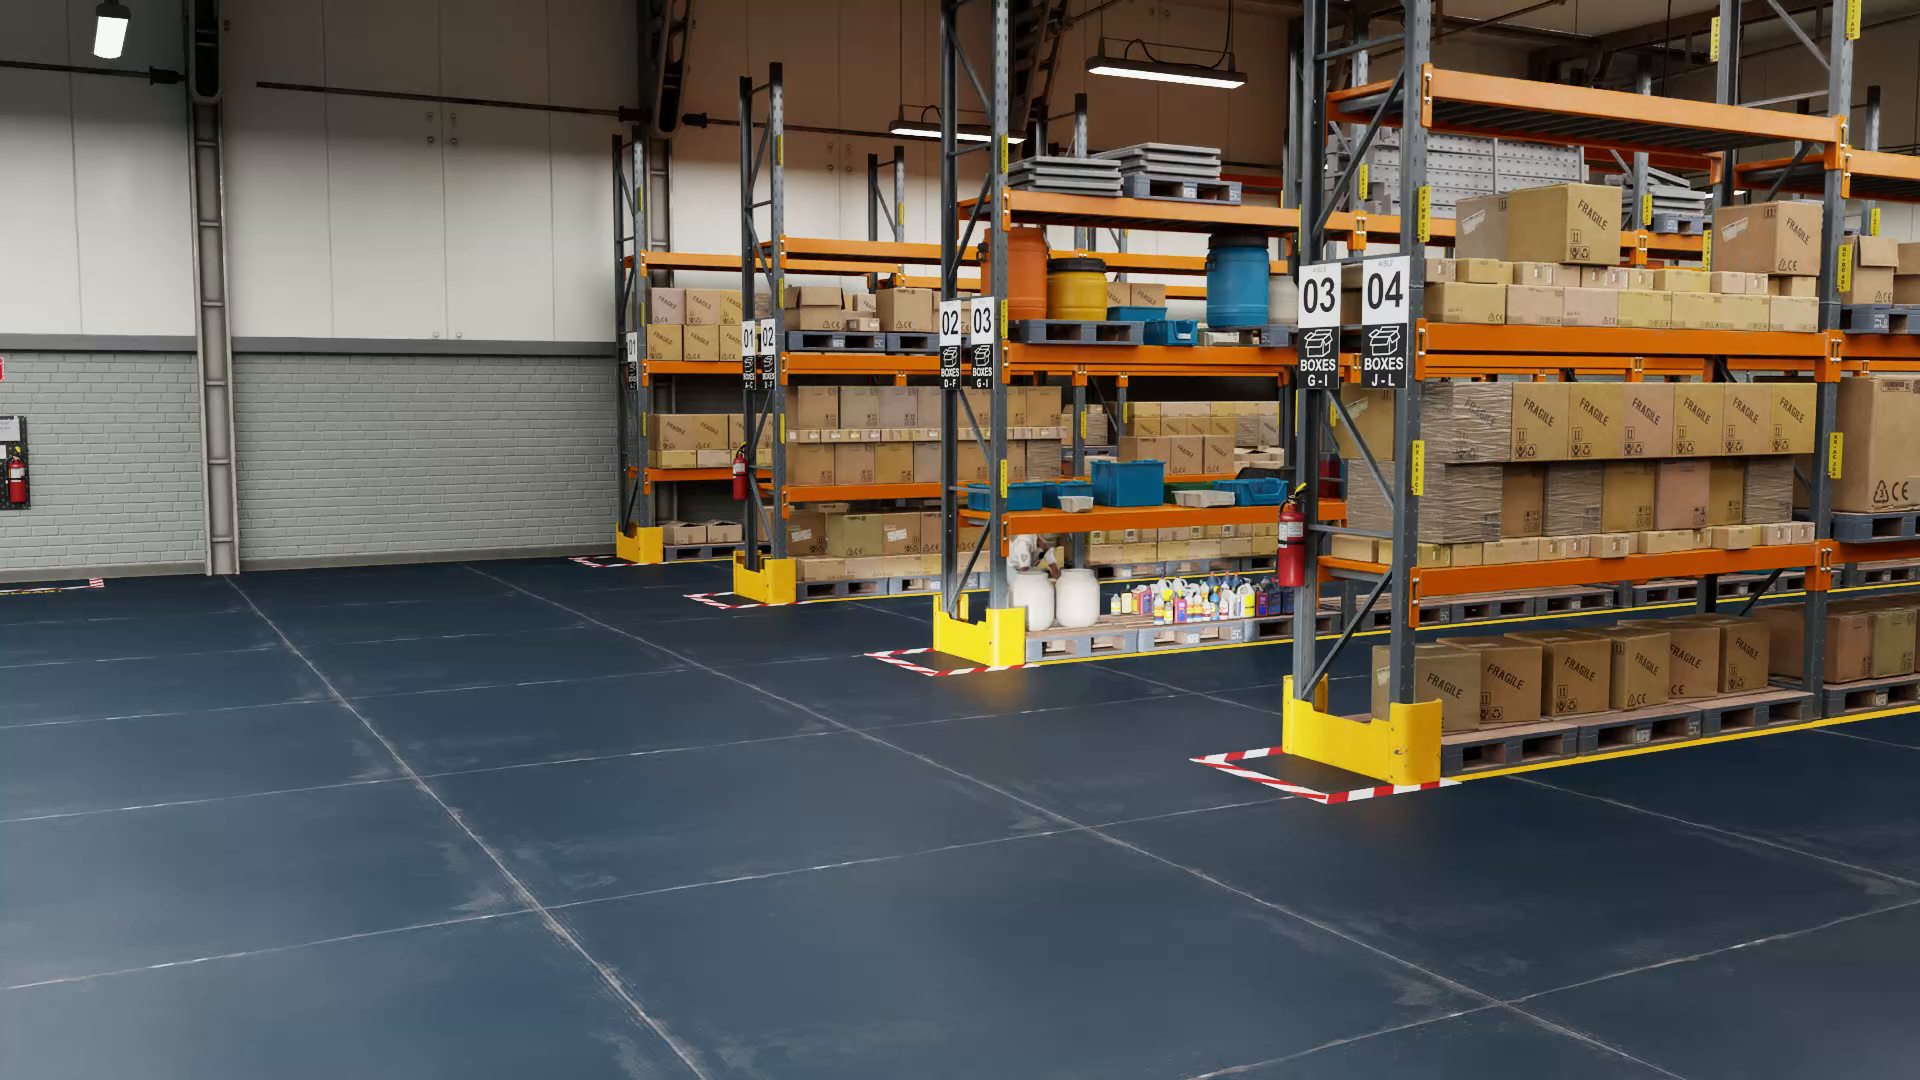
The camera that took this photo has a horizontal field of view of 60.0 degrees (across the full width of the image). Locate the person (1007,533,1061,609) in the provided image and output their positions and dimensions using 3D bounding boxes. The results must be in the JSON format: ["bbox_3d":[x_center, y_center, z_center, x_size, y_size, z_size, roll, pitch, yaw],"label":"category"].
[{"bbox_3d":[0.733,0.330,17.469,0.487,1.019,0.833,-3,6,-29],"label":"person"}]
